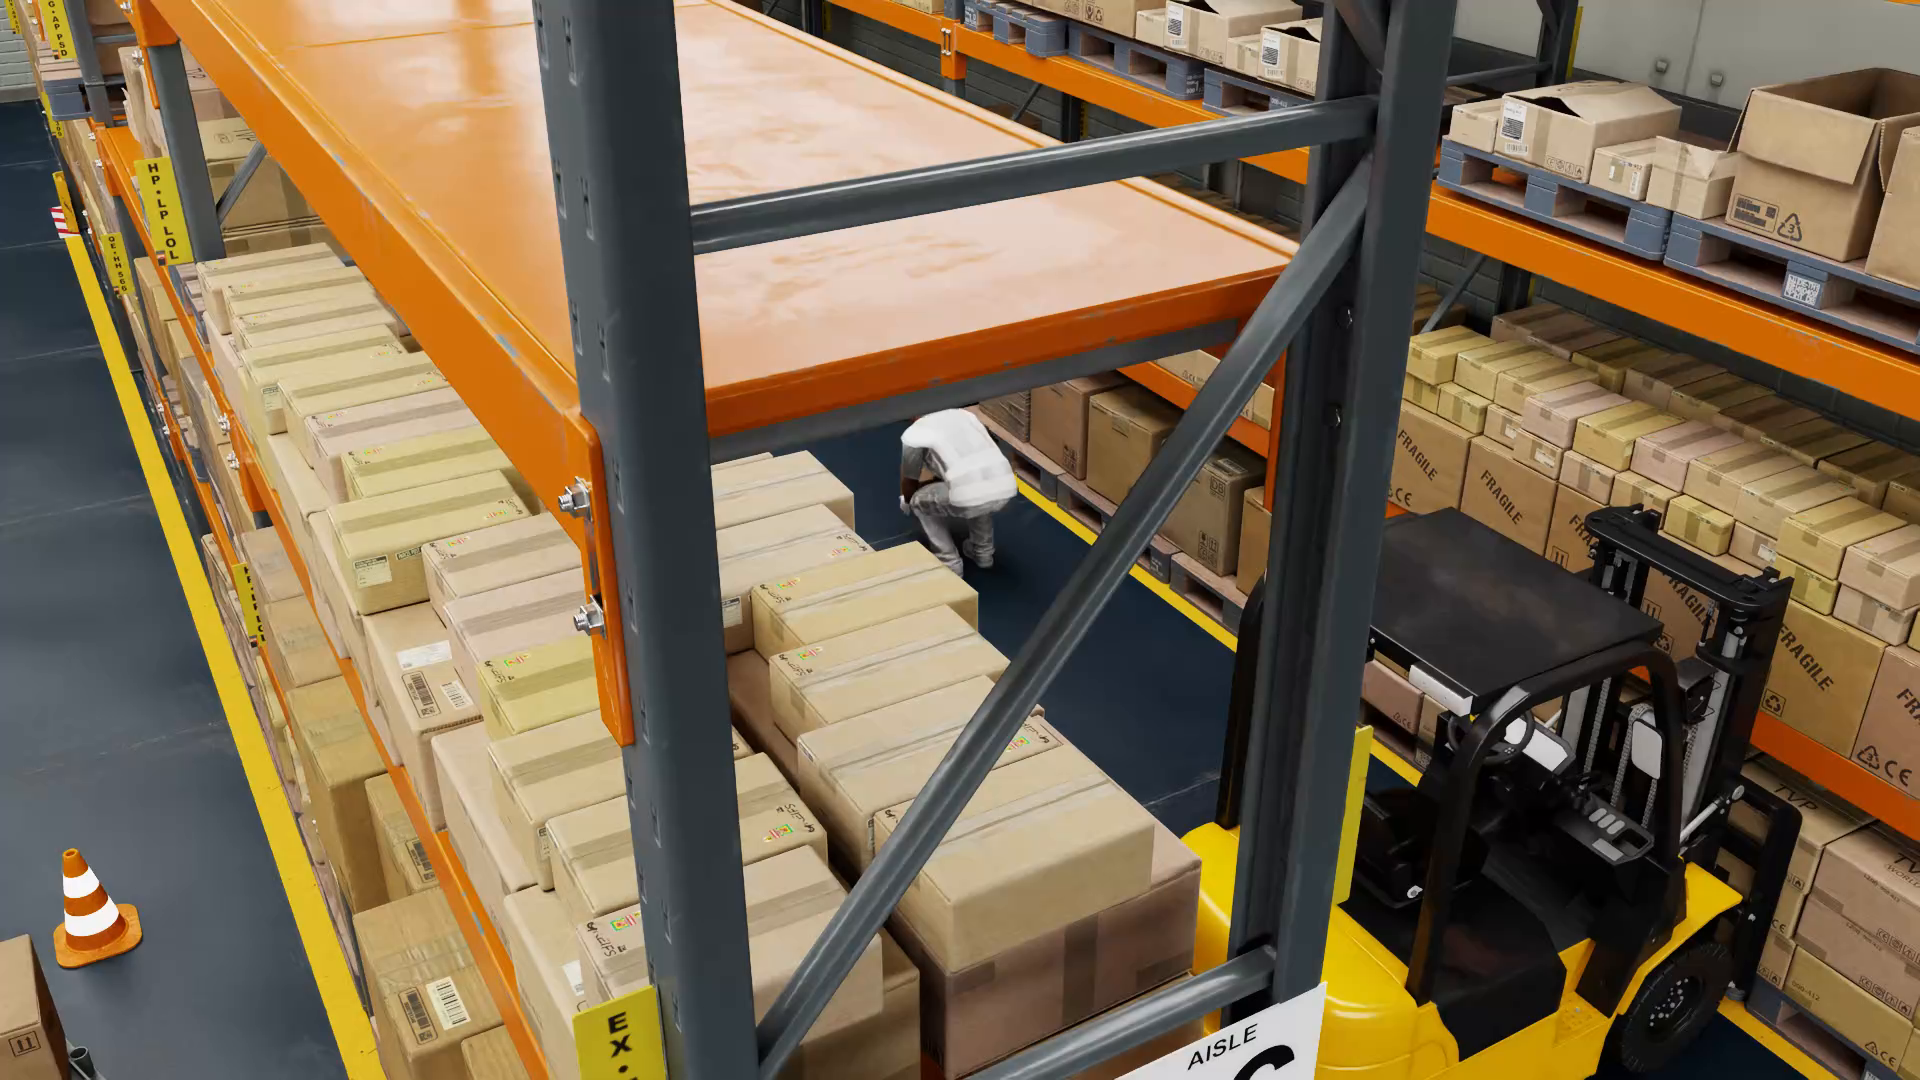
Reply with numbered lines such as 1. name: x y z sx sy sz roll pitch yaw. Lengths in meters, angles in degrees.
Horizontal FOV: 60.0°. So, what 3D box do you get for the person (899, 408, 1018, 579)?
1. person: -0.059 -0.328 9.963 0.546 1.002 0.929 -17 33 -28
